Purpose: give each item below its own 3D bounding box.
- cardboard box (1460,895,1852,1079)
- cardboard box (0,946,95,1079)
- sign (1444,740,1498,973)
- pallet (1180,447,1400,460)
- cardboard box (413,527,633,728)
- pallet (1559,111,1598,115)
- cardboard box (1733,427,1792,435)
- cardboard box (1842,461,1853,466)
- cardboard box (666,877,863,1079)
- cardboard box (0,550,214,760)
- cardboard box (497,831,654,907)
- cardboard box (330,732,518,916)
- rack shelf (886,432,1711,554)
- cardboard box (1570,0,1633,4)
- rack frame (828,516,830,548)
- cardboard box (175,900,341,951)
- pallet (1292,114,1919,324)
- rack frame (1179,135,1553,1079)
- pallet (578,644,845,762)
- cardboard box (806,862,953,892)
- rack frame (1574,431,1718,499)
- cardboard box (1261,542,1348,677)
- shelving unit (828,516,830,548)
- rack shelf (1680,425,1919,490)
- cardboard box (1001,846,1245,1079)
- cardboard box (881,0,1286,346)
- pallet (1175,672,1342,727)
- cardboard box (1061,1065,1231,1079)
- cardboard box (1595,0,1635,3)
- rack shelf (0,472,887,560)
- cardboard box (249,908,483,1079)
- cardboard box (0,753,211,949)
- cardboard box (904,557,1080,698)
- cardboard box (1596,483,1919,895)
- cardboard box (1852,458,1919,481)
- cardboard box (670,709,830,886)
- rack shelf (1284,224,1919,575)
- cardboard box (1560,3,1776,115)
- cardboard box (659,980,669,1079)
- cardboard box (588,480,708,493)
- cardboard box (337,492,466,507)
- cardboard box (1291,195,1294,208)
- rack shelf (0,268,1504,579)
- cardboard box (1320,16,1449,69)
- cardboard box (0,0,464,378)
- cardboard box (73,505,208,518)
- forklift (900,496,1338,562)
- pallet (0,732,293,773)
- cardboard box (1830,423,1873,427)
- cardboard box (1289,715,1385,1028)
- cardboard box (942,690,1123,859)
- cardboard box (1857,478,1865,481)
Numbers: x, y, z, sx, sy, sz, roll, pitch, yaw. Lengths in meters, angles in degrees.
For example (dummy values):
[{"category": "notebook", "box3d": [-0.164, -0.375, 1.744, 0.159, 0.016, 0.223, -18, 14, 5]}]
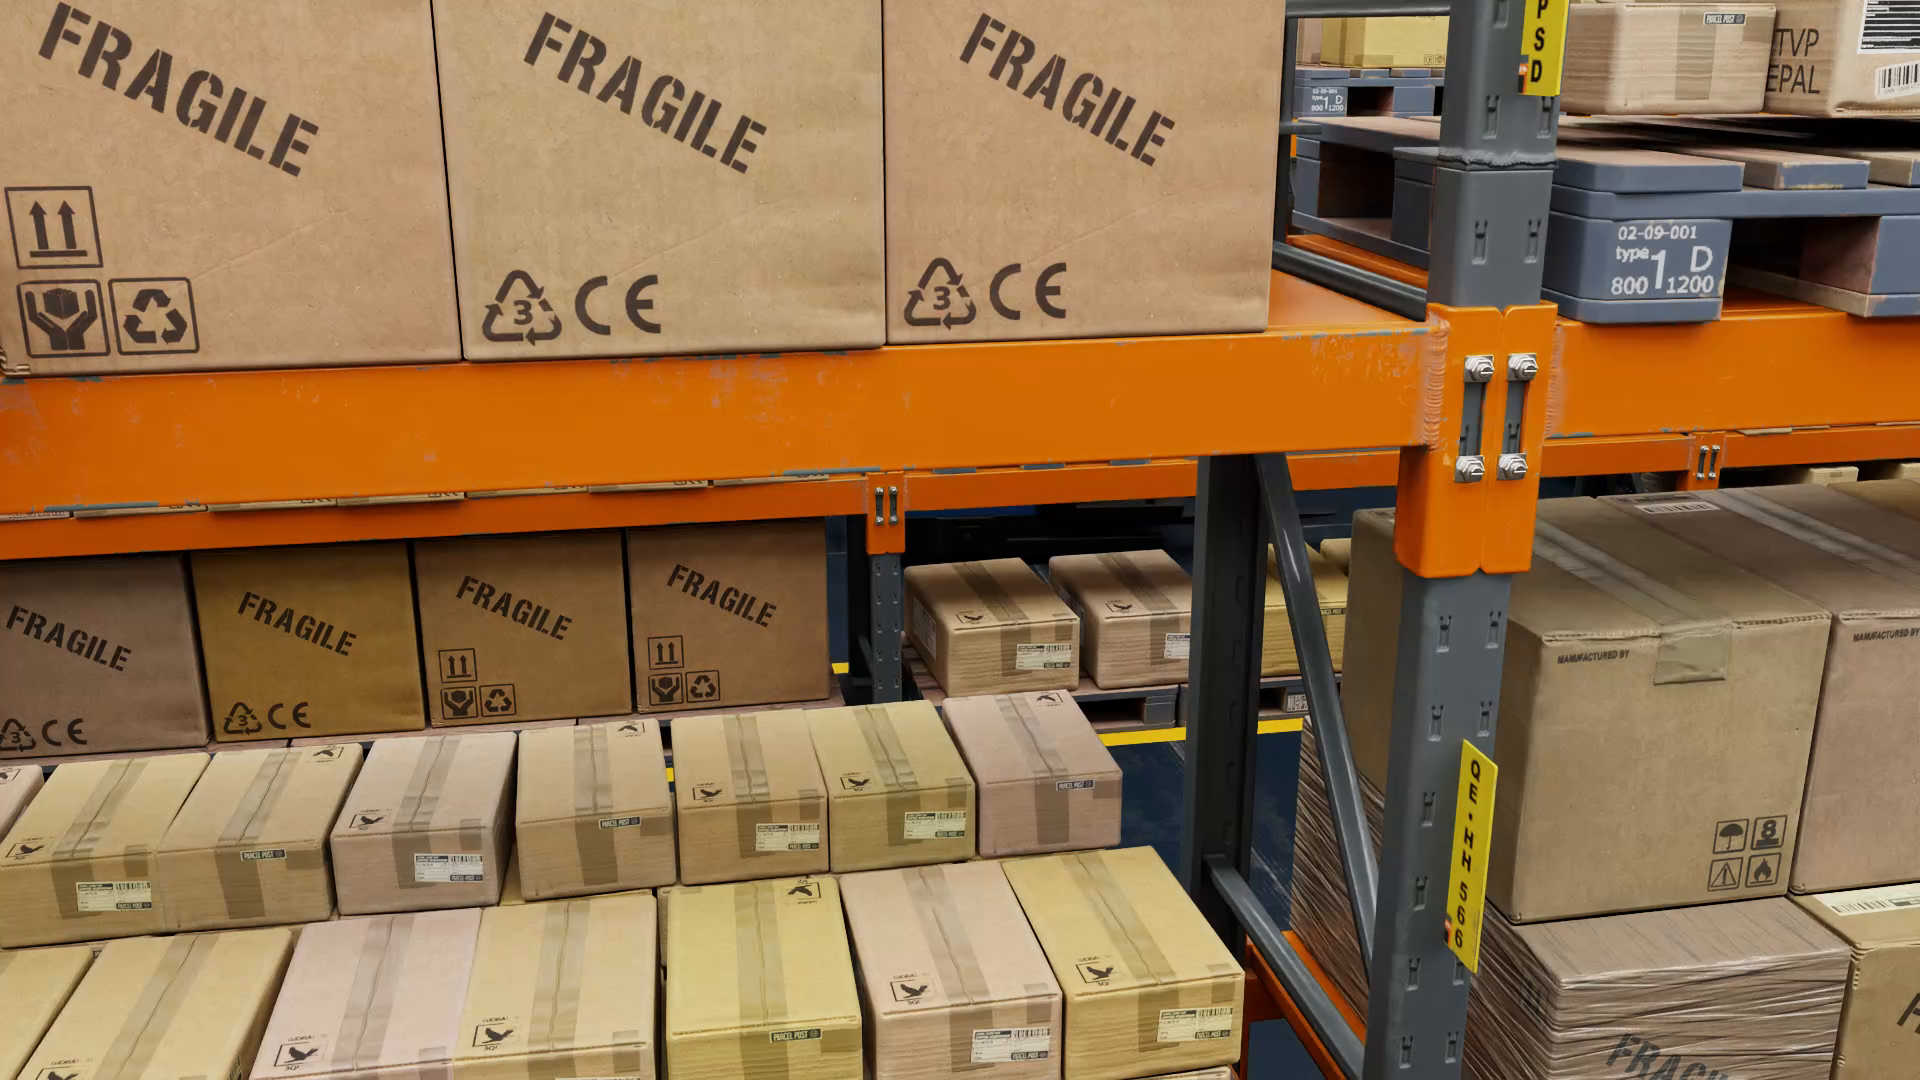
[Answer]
[{"category": "cardboard box", "box3d": [1.110, 0.819, 2.867, 0.500, 0.500, 0.500, -3, 17, -10]}, {"category": "cardboard box", "box3d": [-1.302, 0.694, 2.143, 0.250, 0.149, 0.380, -3, 17, -9]}, {"category": "sign", "box3d": [0.730, 0.454, 2.387, 0.005, 0.325, 0.100, -3, 17, -10]}, {"category": "pallet", "box3d": [1.516, -0.638, 8.107, 1.213, 0.211, 1.003, -3, 17, -10]}, {"category": "cardboard box", "box3d": [-1.991, 0.270, 7.726, 0.875, 0.875, 0.875, -3, 17, -10]}, {"category": "pallet", "box3d": [2.881, -2.171, 7.981, 1.003, 0.211, 1.213, -3, 17, -10]}, {"category": "cardboard box", "box3d": [3.877, -0.635, 8.199, 0.250, 0.149, 0.380, -3, 17, -11]}, {"category": "cardboard box", "box3d": [4.536, -0.214, 9.091, 0.500, 0.500, 0.500, -3, 17, -9]}, {"category": "cardboard box", "box3d": [-0.280, 0.636, 2.331, 0.250, 0.149, 0.380, -3, 17, -9]}, {"category": "cardboard box", "box3d": [-3.754, 0.373, 7.393, 0.875, 0.875, 0.875, -3, 17, -9]}, {"category": "cardboard box", "box3d": [-0.670, 0.606, 2.937, 0.250, 0.149, 0.380, -3, 17, -10]}, {"category": "cardboard box", "box3d": [-0.903, 0.477, 2.849, 0.250, 0.149, 0.380, -2, 17, -8]}, {"category": "rack shelf", "box3d": [1.544, -0.375, 8.149, 4.000, 0.370, 1.077, -3, 17, -10]}, {"category": "cardboard box", "box3d": [2.962, -2.563, 7.628, 0.500, 0.250, 0.500, -3, 17, -9]}, {"category": "rack frame", "box3d": [-0.845, -0.412, 10.620, 0.006, 0.900, 0.240, -1, 17, -4]}, {"category": "cardboard box", "box3d": [-1.159, 0.632, 2.851, 0.250, 0.149, 0.380, -3, 17, -11]}, {"category": "pallet", "box3d": [1.240, -0.581, 2.807, 1.003, 0.211, 1.213, -2, 17, -8]}, {"category": "rack frame", "box3d": [0.618, 0.814, 3.053, 0.127, 3.000, 1.000, -3, 17, -10]}, {"category": "pallet", "box3d": [-1.209, 0.748, 8.018, 1.213, 0.211, 1.003, -3, 17, -10]}, {"category": "cardboard box", "box3d": [-0.161, 0.576, 3.035, 0.250, 0.149, 0.380, -2, 17, -8]}, {"category": "rack frame", "box3d": [3.507, -0.830, 8.406, 0.127, 3.000, 1.000, -3, 17, -10]}, {"category": "cardboard box", "box3d": [1.605, 0.335, 8.372, 0.625, 0.372, 0.950, -3, 17, -9]}, {"category": "shelving unit", "box3d": [-0.743, -0.414, 10.628, 0.210, 0.900, 0.258, -1, 17, -4]}, {"category": "rack shelf", "box3d": [5.471, -0.598, 8.875, 4.000, 0.370, 1.077, -3, 17, -10]}, {"category": "cardboard box", "box3d": [0.224, 0.608, 2.422, 0.250, 0.149, 0.380, -4, 18, -13]}, {"category": "cardboard box", "box3d": [0.106, -0.563, 2.256, 0.500, 0.500, 0.500, -3, 17, -10]}, {"category": "pallet", "box3d": [1.543, 0.615, 8.449, 1.213, 0.211, 1.003, -3, 17, -10]}, {"category": "cardboard box", "box3d": [0.219, 0.750, 2.468, 0.250, 0.149, 0.380, -3, 17, -9]}, {"category": "cardboard box", "box3d": [1.164, -0.854, 2.886, 0.250, 0.166, 0.380, -3, 17, -10]}, {"category": "rack shelf", "box3d": [-2.384, -0.152, 7.424, 4.000, 0.370, 1.077, -3, 17, -10]}, {"category": "cardboard box", "box3d": [-0.780, 0.664, 2.241, 0.250, 0.149, 0.380, -3, 17, -10]}, {"category": "cardboard box", "box3d": [-1.408, 0.505, 2.758, 0.250, 0.149, 0.380, -3, 17, -11]}, {"category": "cardboard box", "box3d": [0.136, 0.419, 8.098, 0.625, 0.372, 0.950, -4, 18, -14]}, {"category": "cardboard box", "box3d": [1.557, 0.237, 3.057, 0.500, 0.500, 0.700, -3, 17, -11]}, {"category": "cardboard box", "box3d": [4.776, -0.359, 8.458, 0.250, 0.149, 0.380, -3, 17, -8]}, {"category": "cardboard box", "box3d": [-0.377, 0.447, 2.948, 0.250, 0.149, 0.380, -3, 17, -11]}, {"category": "rack shelf", "box3d": [2.582, -0.388, 3.081, 4.000, 0.370, 1.077, -3, 17, -10]}, {"category": "cardboard box", "box3d": [0.976, -0.721, 2.484, 0.250, 0.149, 0.380, -4, 18, -13]}, {"category": "cardboard box", "box3d": [-0.300, 0.781, 2.368, 0.250, 0.149, 0.380, -3, 17, -9]}, {"category": "cardboard box", "box3d": [-1.366, -0.400, 7.260, 0.500, 0.250, 0.500, -3, 17, -9]}, {"category": "cardboard box", "box3d": [-2.359, -0.340, 7.065, 0.500, 0.250, 0.500, -4, 17, -11]}, {"category": "cardboard box", "box3d": [2.829, -2.711, 13.254, 0.250, 0.149, 0.380, -3, 17, -11]}, {"category": "rack shelf", "box3d": [-1.346, -0.165, 2.356, 4.000, 0.370, 1.077, -3, 17, -10]}, {"category": "cardboard box", "box3d": [1.963, -2.264, 7.506, 0.500, 0.250, 0.500, -3, 17, -10]}, {"category": "cardboard box", "box3d": [-0.875, -0.505, 2.066, 0.500, 0.500, 0.500, -3, 17, -10]}, {"category": "cardboard box", "box3d": [-3.358, -0.291, 6.905, 0.500, 0.250, 0.500, -4, 17, -12]}, {"category": "forklift", "box3d": [0.875, -1.421, 10.448, 3.031, 2.935, 1.130, -1, 17, -4]}, {"category": "pallet", "box3d": [-3.604, 0.884, 7.576, 1.213, 0.211, 1.003, -3, 17, -10]}, {"category": "cardboard box", "box3d": [4.371, -0.688, 8.371, 0.250, 0.149, 0.380, -3, 17, -11]}, {"category": "cardboard box", "box3d": [1.009, 0.664, 3.372, 0.500, 0.500, 0.500, -3, 17, -10]}, {"category": "cardboard box", "box3d": [0.123, 0.419, 3.038, 0.250, 0.149, 0.380, -3, 17, -10]}, {"category": "cardboard box", "box3d": [4.661, -0.063, 8.600, 0.500, 0.500, 0.500, -3, 17, -8]}]
